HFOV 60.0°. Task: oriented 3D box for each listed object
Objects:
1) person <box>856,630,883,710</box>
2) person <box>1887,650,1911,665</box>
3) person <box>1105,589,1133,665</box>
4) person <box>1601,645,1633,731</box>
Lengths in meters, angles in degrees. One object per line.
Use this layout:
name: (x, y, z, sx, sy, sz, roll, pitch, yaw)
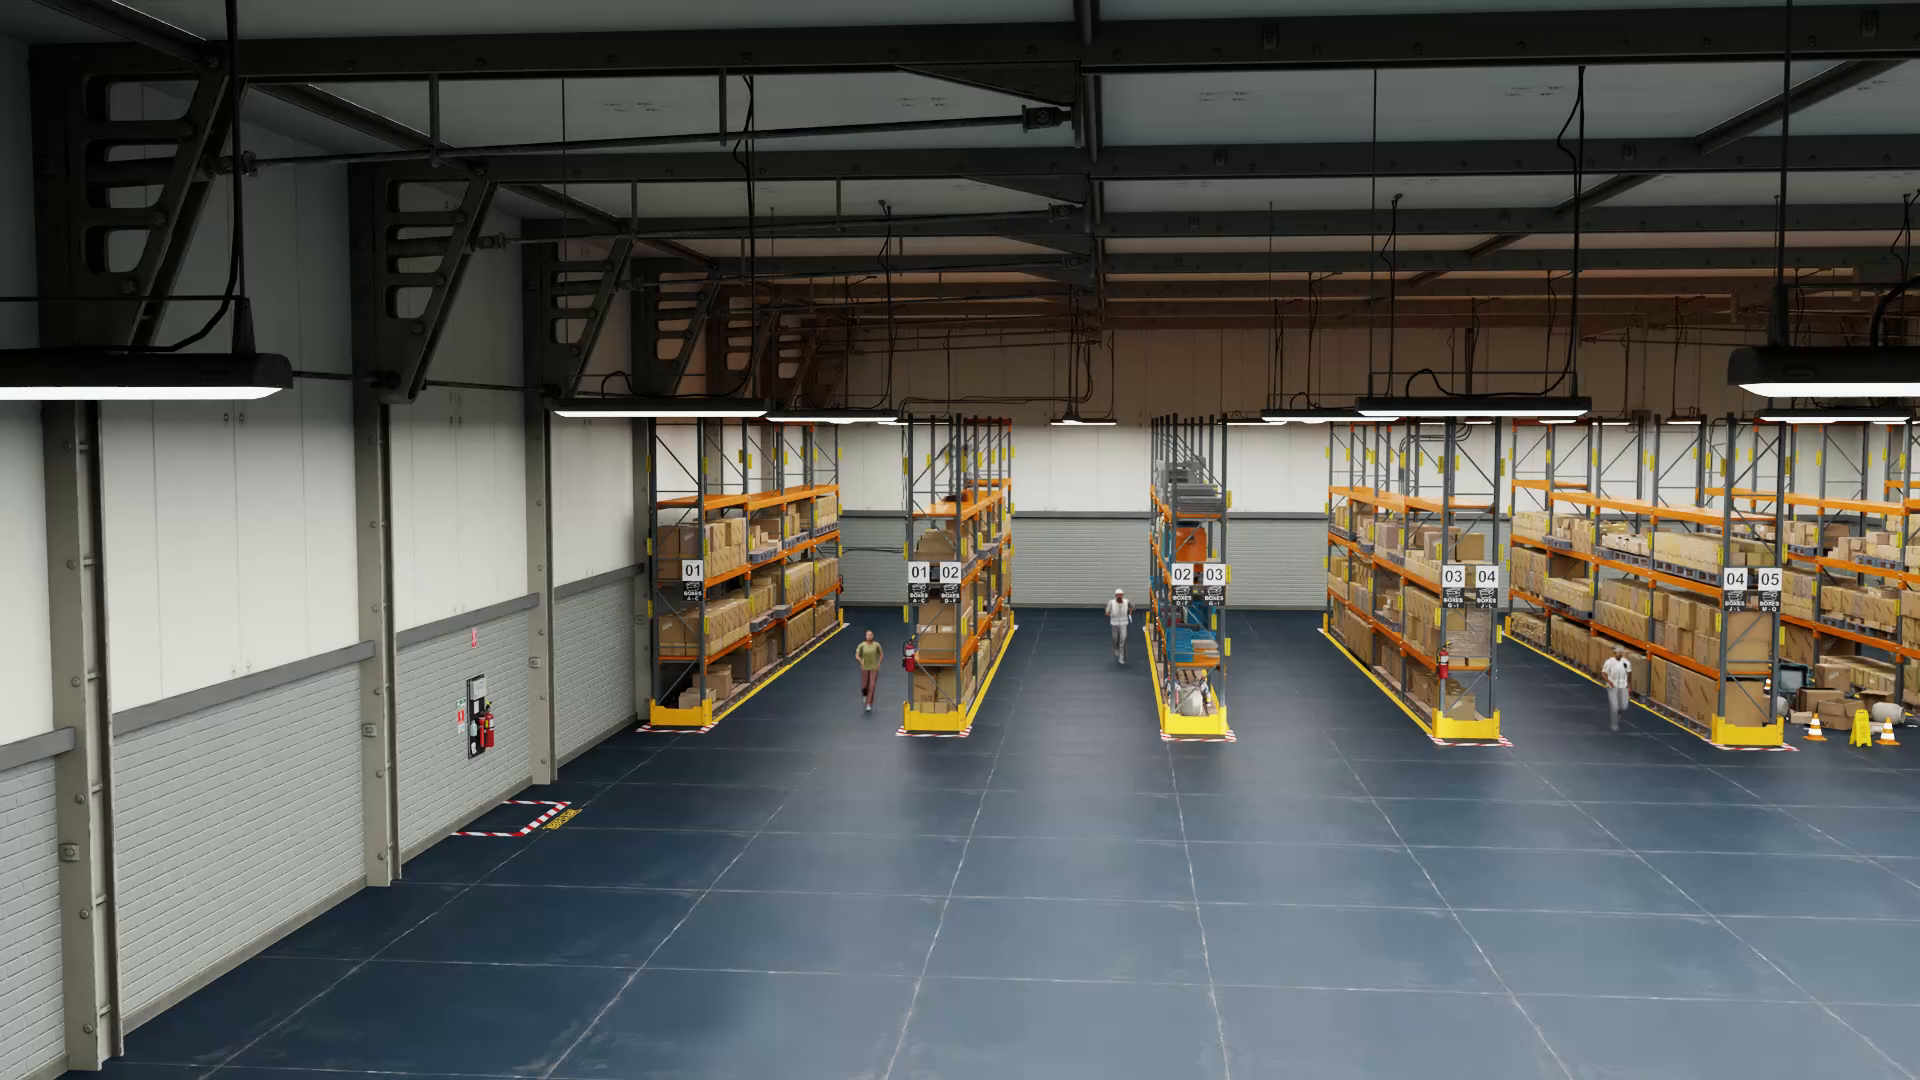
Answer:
person: (-1.841, 2.626, 33.896, 0.573, 1.626, 0.619, 0, 4, -6)
person: (21.902, 2.253, 38.771, 0.589, 1.715, 0.883, 0, 4, -5)
person: (3.900, 2.092, 40.728, 0.683, 1.807, 0.985, 0, 4, 3)
person: (12.471, 2.792, 31.542, 0.584, 1.649, 0.581, 1, 4, 8)
